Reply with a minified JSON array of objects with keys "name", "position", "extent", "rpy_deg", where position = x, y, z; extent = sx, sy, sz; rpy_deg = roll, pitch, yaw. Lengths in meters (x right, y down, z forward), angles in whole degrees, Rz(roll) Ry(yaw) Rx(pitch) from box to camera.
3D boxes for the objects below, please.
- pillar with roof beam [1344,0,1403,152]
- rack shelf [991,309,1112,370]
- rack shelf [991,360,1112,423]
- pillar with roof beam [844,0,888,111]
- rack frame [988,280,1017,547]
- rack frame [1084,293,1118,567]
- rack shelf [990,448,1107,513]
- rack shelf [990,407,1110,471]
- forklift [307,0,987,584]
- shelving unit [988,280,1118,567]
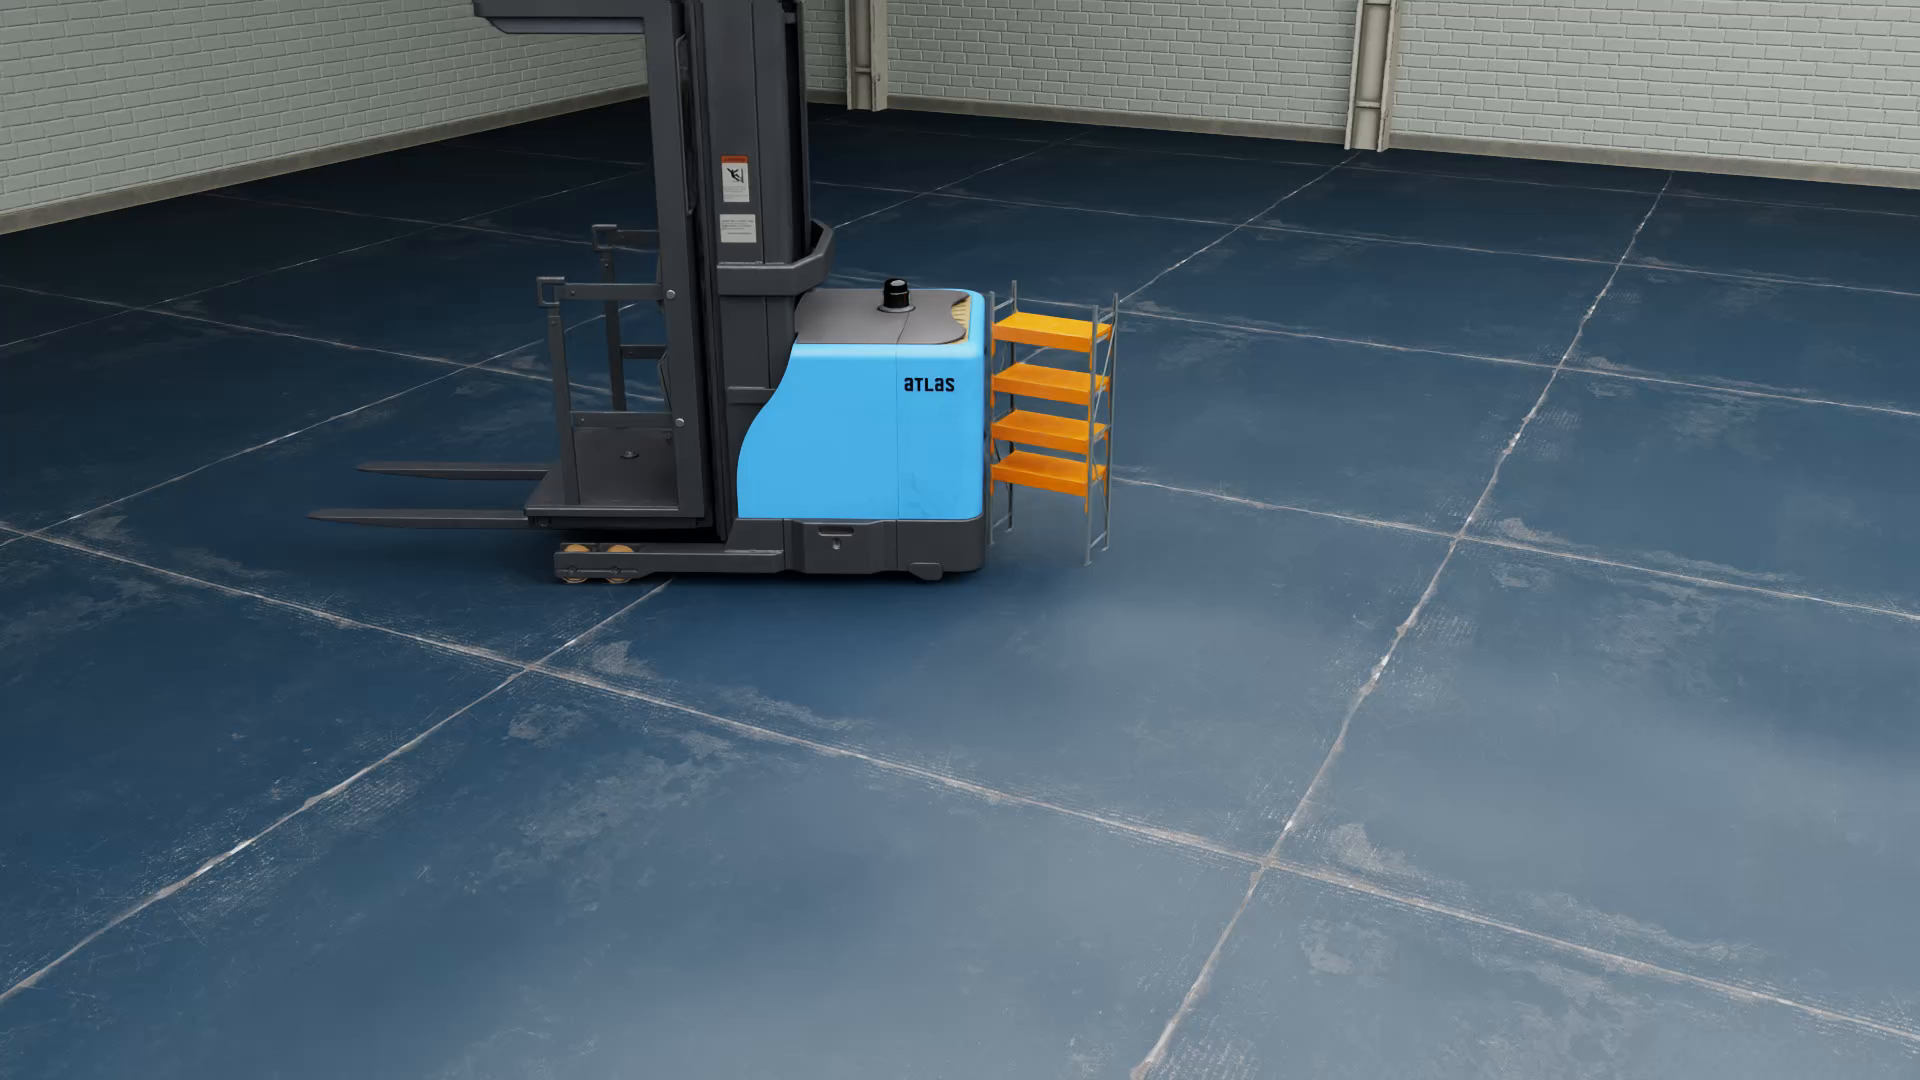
[{"name":"pillar with roof beam","position":[2.308,-6.737,12.092],"extent":[0.400,9.000,9.100],"rpy_deg":[11,25,25]},{"name":"rack shelf","position":[0.406,-0.880,7.282],"extent":[0.480,0.148,0.258],"rpy_deg":[12,26,25]},{"name":"rack shelf","position":[0.406,-0.662,7.375],"extent":[0.480,0.148,0.258],"rpy_deg":[12,26,25]},{"name":"pillar with roof beam","position":[-3.047,-7.796,14.583],"extent":[0.400,9.000,9.100],"rpy_deg":[11,25,25]},{"name":"rack frame","position":[0.190,-0.563,7.541],"extent":[0.015,1.200,0.240],"rpy_deg":[12,26,25]},{"name":"rack frame","position":[0.622,-0.474,7.331],"extent":[0.015,1.200,0.240],"rpy_deg":[12,26,25]},{"name":"rack shelf","position":[0.406,-0.274,7.540],"extent":[0.480,0.148,0.258],"rpy_deg":[12,26,25]},{"name":"rack shelf","position":[0.406,-0.457,7.462],"extent":[0.480,0.148,0.258],"rpy_deg":[12,26,25]},{"name":"forklift","position":[-1.397,-1.363,7.209],"extent":[3.031,2.935,1.130],"rpy_deg":[1,23,1]},{"name":"shelving unit","position":[0.406,-0.518,7.436],"extent":[0.503,1.200,0.258],"rpy_deg":[12,26,25]}]
